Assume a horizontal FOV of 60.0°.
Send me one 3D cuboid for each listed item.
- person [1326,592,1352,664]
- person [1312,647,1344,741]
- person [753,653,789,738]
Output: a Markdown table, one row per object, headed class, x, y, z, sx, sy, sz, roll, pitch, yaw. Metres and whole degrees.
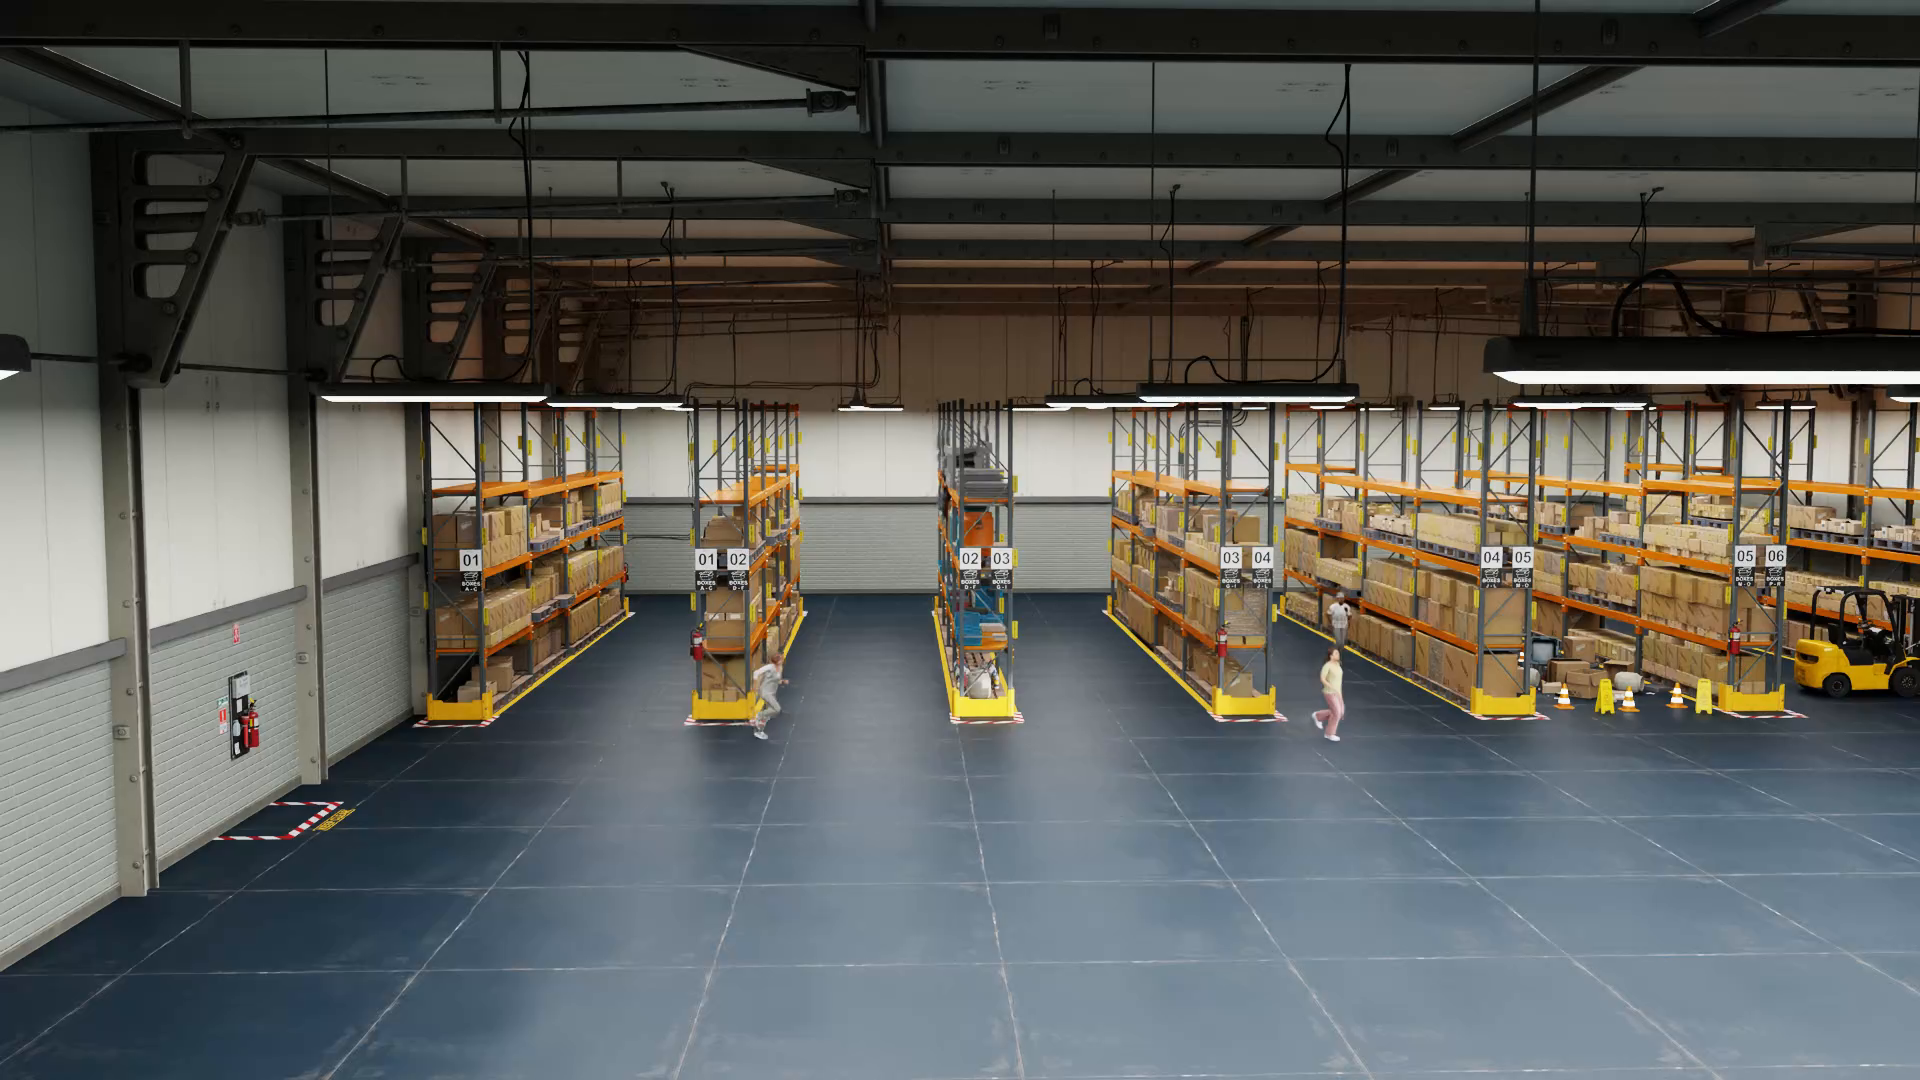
| class | x | y | z | sx | sy | sz | roll | pitch | yaw |
| --- | --- | --- | --- | --- | --- | --- | --- | --- | --- |
| person | 8.681 | 2.016 | 37.890 | 0.560 | 1.656 | 0.576 | 0 | 4 | -4 |
| person | 6.496 | 2.691 | 29.296 | 0.621 | 1.641 | 0.604 | 4 | 6 | 41 |
| person | -3.330 | 2.741 | 29.334 | 0.679 | 1.529 | 0.525 | 2 | 5 | 19 |
